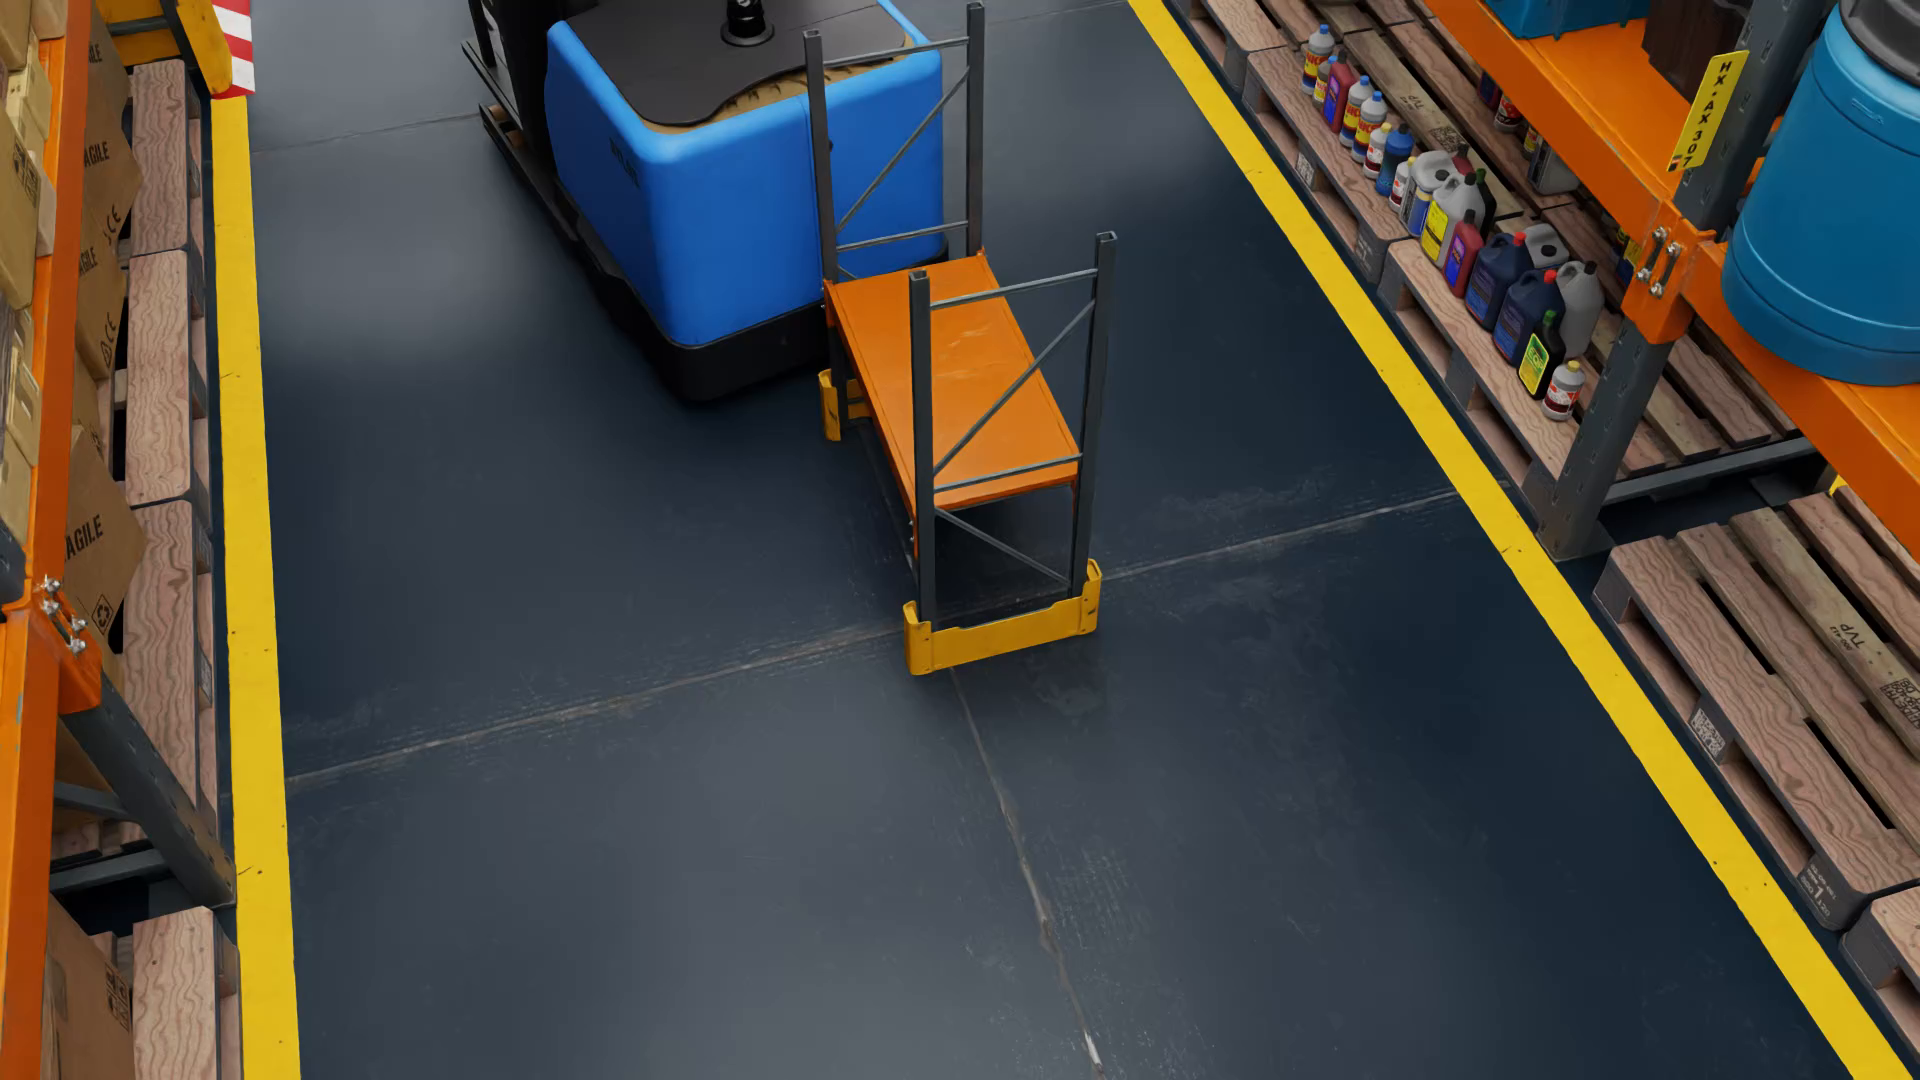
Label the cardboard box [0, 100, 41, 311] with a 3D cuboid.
[{"bbox_3d":[-2.609,-0.771,3.678,0.875,0.500,0.500,-13,51,-11],"label":"cardboard box"}]

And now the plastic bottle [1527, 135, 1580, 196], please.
[{"bbox_3d":[2.153,-1.390,5.954,0.152,0.276,0.135,-13,51,-11],"label":"plastic bottle"}]

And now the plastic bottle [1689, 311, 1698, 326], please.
[{"bbox_3d":[2.412,-0.850,5.494,0.061,0.283,0.133,-13,51,-11],"label":"plastic bottle"}]

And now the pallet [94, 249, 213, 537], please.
[{"bbox_3d":[-3.018,-0.403,5.452,1.003,0.211,1.213,-13,51,-11],"label":"pallet"}]

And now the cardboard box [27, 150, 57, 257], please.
[{"bbox_3d":[-2.477,-0.805,4.131,0.380,0.149,0.250,-13,51,-11],"label":"cardboard box"}]

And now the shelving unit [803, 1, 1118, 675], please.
[{"bbox_3d":[-0.023,-0.539,4.724,0.587,1.500,1.083,-13,51,-11],"label":"shelving unit"}]

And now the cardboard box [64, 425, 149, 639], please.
[{"bbox_3d":[-2.678,0.026,4.627,0.500,0.500,0.500,1,50,1],"label":"cardboard box"}]

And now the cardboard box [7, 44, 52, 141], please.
[{"bbox_3d":[-2.654,-1.163,4.433,0.380,0.149,0.250,-13,51,-11],"label":"cardboard box"}]

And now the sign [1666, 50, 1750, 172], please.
[{"bbox_3d":[1.782,-1.019,3.966,0.100,0.325,0.005,-13,51,-11],"label":"sign"}]

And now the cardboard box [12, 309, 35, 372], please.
[{"bbox_3d":[-2.359,-0.433,3.817,0.380,0.149,0.250,-13,51,-11],"label":"cardboard box"}]

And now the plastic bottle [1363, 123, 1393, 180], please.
[{"bbox_3d":[1.526,-1.417,6.026,0.097,0.201,0.097,0,50,0],"label":"plastic bottle"}]

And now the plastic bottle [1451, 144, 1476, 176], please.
[{"bbox_3d":[1.750,-1.238,5.821,0.061,0.283,0.133,-13,51,-11],"label":"plastic bottle"}]

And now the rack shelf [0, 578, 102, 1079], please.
[{"bbox_3d":[-1.829,1.766,2.270,1.077,0.370,4.000,-13,51,-11],"label":"rack shelf"}]

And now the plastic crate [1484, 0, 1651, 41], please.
[{"bbox_3d":[1.724,-1.745,4.857,0.499,0.251,0.616,-13,51,-11],"label":"plastic crate"}]

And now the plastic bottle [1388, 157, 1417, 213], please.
[{"bbox_3d":[1.587,-1.267,5.899,0.097,0.201,0.097,0,50,0],"label":"plastic bottle"}]

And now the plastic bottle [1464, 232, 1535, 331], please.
[{"bbox_3d":[1.788,-0.880,5.475,0.144,0.351,0.185,-16,52,-13],"label":"plastic bottle"}]

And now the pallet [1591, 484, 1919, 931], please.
[{"bbox_3d":[2.580,0.417,4.760,1.003,0.211,1.213,-13,51,-11],"label":"pallet"}]

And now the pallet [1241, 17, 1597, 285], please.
[{"bbox_3d":[1.787,-1.540,6.410,1.003,0.211,1.213,-13,51,-11],"label":"pallet"}]

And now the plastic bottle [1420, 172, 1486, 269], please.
[{"bbox_3d":[1.692,-1.116,5.674,0.144,0.351,0.185,-14,51,-11],"label":"plastic bottle"}]

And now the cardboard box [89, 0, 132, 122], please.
[{"bbox_3d":[-3.435,-1.718,6.097,0.500,0.500,0.500,-5,50,-4],"label":"cardboard box"}]

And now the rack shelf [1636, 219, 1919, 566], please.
[{"bbox_3d":[2.902,0.646,3.214,1.077,0.370,4.000,-13,51,-11],"label":"rack shelf"}]

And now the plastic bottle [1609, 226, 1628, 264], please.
[{"bbox_3d":[2.310,-1.071,5.688,0.097,0.271,0.097,0,50,0],"label":"plastic bottle"}]

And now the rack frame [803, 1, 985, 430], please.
[{"bbox_3d":[-0.176,-0.917,5.042,0.500,1.500,0.032,-13,51,-11],"label":"rack frame"}]

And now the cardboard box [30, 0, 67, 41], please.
[{"bbox_3d":[-2.778,-1.534,4.745,0.380,0.149,0.250,-13,51,-11],"label":"cardboard box"}]

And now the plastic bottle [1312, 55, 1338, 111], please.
[{"bbox_3d":[1.397,-1.738,6.295,0.097,0.201,0.097,0,50,0],"label":"plastic bottle"}]

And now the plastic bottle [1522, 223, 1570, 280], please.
[{"bbox_3d":[1.922,-0.908,5.547,0.152,0.276,0.135,-13,51,-11],"label":"plastic bottle"}]

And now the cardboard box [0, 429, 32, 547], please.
[{"bbox_3d":[-2.197,-0.071,3.512,0.380,0.149,0.250,-13,51,-11],"label":"cardboard box"}]

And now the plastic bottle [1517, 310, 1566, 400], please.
[{"bbox_3d":[1.853,-0.590,5.274,0.061,0.283,0.133,-11,51,-9],"label":"plastic bottle"}]

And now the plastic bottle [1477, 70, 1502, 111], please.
[{"bbox_3d":[2.036,-1.777,6.275,0.061,0.283,0.133,-13,51,-11],"label":"plastic bottle"}]

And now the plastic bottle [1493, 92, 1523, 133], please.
[{"bbox_3d":[2.065,-1.632,6.207,0.097,0.201,0.097,0,50,0],"label":"plastic bottle"}]

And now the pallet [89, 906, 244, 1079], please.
[{"bbox_3d":[-2.189,1.540,3.813,1.003,0.211,1.213,-13,51,-11],"label":"pallet"}]

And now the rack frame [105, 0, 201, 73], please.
[{"bbox_3d":[-3.604,-2.848,5.689,1.000,3.000,0.127,-13,51,-11],"label":"rack frame"}]

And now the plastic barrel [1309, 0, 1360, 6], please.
[{"bbox_3d":[1.543,-2.472,6.725,0.421,0.512,0.421,0,50,0],"label":"plastic barrel"}]

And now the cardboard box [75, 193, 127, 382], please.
[{"bbox_3d":[-3.059,-0.828,5.346,0.500,0.500,0.500,-9,50,-8],"label":"cardboard box"}]

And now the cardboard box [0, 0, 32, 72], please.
[{"bbox_3d":[-2.962,-1.487,4.282,0.875,0.500,0.500,-13,51,-11],"label":"cardboard box"}]

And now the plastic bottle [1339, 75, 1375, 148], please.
[{"bbox_3d":[1.467,-1.585,6.121,0.097,0.271,0.097,0,50,0],"label":"plastic bottle"}]

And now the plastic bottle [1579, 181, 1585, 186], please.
[{"bbox_3d":[2.287,-1.466,5.969,0.144,0.351,0.185,-14,51,-11],"label":"plastic bottle"}]

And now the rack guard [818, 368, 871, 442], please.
[{"bbox_3d":[-0.170,-0.500,5.508,0.587,0.250,0.087,-13,51,-11],"label":"rack guard"}]

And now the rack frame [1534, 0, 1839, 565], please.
[{"bbox_3d":[2.310,-1.046,4.170,1.000,3.000,0.127,-13,51,-11],"label":"rack frame"}]

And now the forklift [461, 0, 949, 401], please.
[{"bbox_3d":[-1.219,-2.534,5.469,1.130,2.935,3.031,-24,54,-19],"label":"forklift"}]

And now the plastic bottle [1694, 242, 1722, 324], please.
[{"bbox_3d":[2.513,-0.872,5.517,0.152,0.276,0.135,-12,51,-10],"label":"plastic bottle"}]
